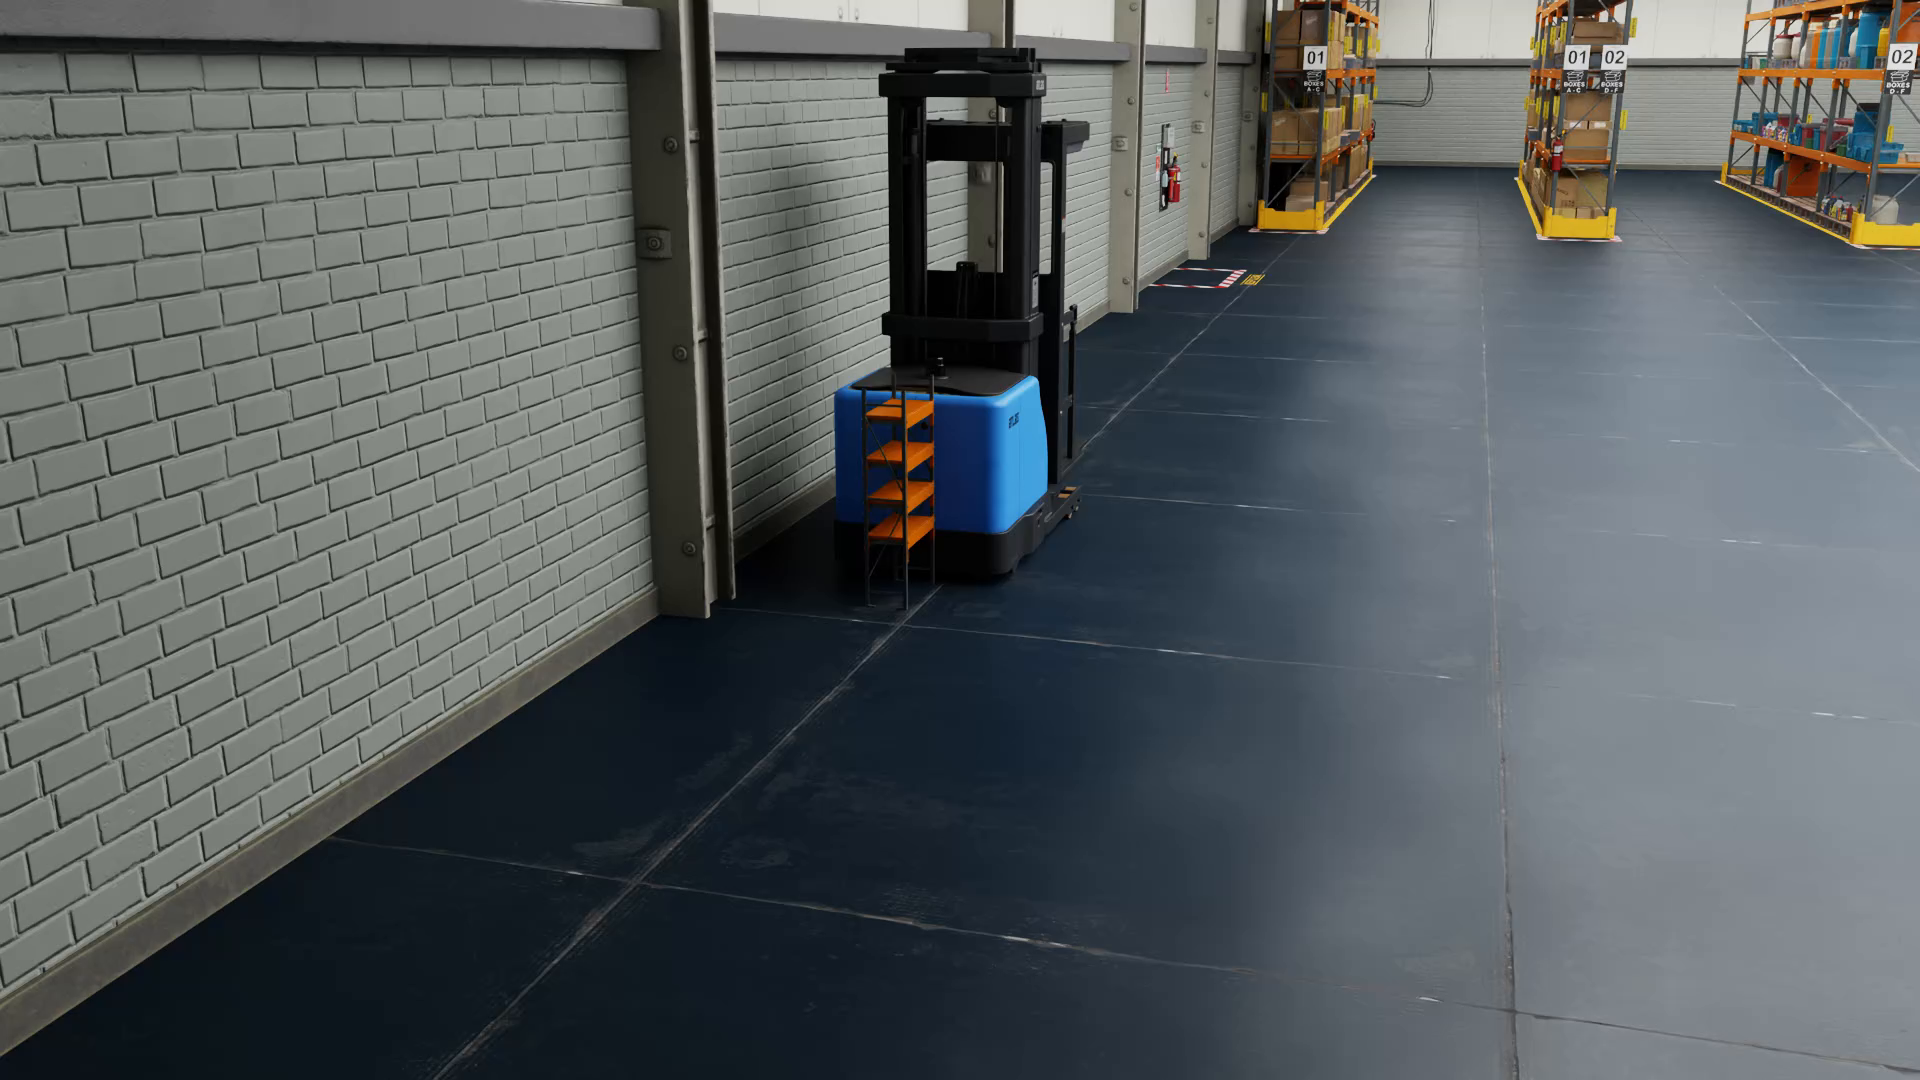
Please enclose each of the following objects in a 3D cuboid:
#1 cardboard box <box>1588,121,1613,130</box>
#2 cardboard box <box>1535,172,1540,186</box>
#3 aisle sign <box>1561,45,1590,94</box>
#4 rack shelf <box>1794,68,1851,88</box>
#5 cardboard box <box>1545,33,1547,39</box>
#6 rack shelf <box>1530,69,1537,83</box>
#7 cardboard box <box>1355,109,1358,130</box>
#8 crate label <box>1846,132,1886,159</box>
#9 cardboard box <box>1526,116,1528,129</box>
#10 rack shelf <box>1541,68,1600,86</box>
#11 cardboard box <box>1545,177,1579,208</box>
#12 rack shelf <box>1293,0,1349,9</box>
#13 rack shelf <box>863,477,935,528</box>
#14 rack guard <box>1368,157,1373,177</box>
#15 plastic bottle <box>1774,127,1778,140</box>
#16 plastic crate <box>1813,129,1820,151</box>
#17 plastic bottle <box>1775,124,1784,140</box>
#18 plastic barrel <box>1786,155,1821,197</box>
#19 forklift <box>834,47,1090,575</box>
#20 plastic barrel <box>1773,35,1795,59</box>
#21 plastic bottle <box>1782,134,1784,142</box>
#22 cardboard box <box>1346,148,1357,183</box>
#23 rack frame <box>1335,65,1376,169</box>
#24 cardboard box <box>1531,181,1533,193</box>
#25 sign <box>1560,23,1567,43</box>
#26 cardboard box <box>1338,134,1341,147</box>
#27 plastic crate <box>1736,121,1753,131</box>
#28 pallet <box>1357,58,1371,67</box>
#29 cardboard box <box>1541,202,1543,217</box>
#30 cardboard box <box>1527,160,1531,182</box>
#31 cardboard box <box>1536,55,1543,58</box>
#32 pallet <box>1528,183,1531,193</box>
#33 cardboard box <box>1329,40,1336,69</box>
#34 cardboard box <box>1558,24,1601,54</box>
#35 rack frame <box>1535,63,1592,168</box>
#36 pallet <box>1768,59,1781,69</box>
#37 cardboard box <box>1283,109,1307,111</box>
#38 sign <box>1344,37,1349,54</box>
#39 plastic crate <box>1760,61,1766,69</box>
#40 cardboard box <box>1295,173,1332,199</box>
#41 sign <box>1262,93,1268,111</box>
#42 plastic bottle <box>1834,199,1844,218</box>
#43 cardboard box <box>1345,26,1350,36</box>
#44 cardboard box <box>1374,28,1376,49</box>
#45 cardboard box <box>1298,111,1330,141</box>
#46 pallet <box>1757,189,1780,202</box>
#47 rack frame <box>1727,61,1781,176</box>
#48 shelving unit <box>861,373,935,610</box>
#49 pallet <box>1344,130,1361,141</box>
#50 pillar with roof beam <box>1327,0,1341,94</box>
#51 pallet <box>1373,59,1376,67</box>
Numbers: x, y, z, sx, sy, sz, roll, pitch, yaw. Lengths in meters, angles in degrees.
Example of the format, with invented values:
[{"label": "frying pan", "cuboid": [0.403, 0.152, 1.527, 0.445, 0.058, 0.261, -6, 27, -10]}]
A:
[{"label": "cardboard box", "cuboid": [11.076, -7.180, 28.773, 0.380, 0.149, 0.250, 5, 16, 15]}, {"label": "cardboard box", "cuboid": [12.167, -7.455, 34.359, 0.500, 0.311, 0.500, 4, 16, 15]}, {"label": "aisle sign", "cuboid": [10.457, -7.990, 28.237, 0.394, 0.787, 0.004, 5, 16, 16]}, {"label": "rack shelf", "cuboid": [17.211, -9.015, 32.438, 1.077, 0.370, 4.000, 5, 16, 16]}, {"label": "cardboard box", "cuboid": [13.954, -11.488, 38.702, 0.600, 0.600, 0.600, 3, 16, 11]}, {"label": "rack shelf", "cuboid": [14.736, -11.493, 41.174, 1.077, 0.370, 4.000, 5, 16, 16]}, {"label": "cardboard box", "cuboid": [8.822, -9.654, 38.104, 0.500, 0.500, 0.500, 5, 17, 18]}, {"label": "crate label", "cuboid": [15.769, -6.868, 28.981, 0.502, 0.435, 0.616, 5, 16, 16]}, {"label": "cardboard box", "cuboid": [14.926, -10.872, 42.979, 0.500, 0.500, 0.500, 5, 17, 17]}, {"label": "rack shelf", "cuboid": [12.463, -9.400, 33.795, 1.077, 0.370, 4.000, 5, 16, 16]}, {"label": "cardboard box", "cuboid": [10.625, -6.137, 29.364, 0.500, 0.500, 0.500, 5, 16, 16]}, {"label": "rack shelf", "cuboid": [6.575, -10.178, 31.048, 1.077, 0.370, 4.000, 5, 16, 16]}, {"label": "rack shelf", "cuboid": [-0.331, -0.209, 9.113, 0.258, 0.148, 0.480, 5, 16, 16]}, {"label": "rack guard", "cuboid": [10.561, -10.106, 45.044, 1.175, 0.500, 0.348, 5, 16, 16]}, {"label": "plastic bottle", "cuboid": [17.900, -8.906, 36.447, 0.061, 0.283, 0.133, 5, 16, 16]}, {"label": "plastic crate", "cuboid": [16.658, -7.700, 32.009, 0.392, 0.384, 0.575, 5, 16, 16]}, {"label": "plastic bottle", "cuboid": [17.895, -8.894, 36.280, 0.144, 0.351, 0.185, 5, 16, 16]}, {"label": "plastic barrel", "cuboid": [17.902, -7.729, 35.288, 0.600, 0.830, 0.708, 5, 16, 16]}, {"label": "forklift", "cuboid": [0.177, -1.573, 10.503, 1.130, 2.935, 3.031, 5, 16, 16]}, {"label": "plastic barrel", "cuboid": [18.526, -11.080, 37.381, 0.433, 0.535, 0.433, 0, 16, 0]}, {"label": "plastic bottle", "cuboid": [17.629, -8.599, 35.514, 0.097, 0.201, 0.097, 0, 16, 0]}, {"label": "cardboard box", "cuboid": [8.870, -8.788, 38.987, 0.750, 0.750, 0.750, 5, 16, 16]}, {"label": "rack frame", "cuboid": [10.554, -11.303, 44.681, 1.000, 3.000, 0.127, 5, 16, 16]}, {"label": "cardboard box", "cuboid": [12.601, -7.591, 35.866, 0.500, 0.250, 0.500, 5, 16, 16]}, {"label": "sign", "cuboid": [10.241, -8.610, 28.214, 0.100, 0.325, 0.005, 5, 16, 16]}, {"label": "cardboard box", "cuboid": [7.300, -7.953, 33.111, 0.500, 0.250, 0.500, 5, 16, 16]}, {"label": "plastic crate", "cuboid": [19.480, -10.271, 41.242, 0.416, 0.233, 0.300, 5, 16, 16]}, {"label": "pallet", "cuboid": [9.660, -11.870, 41.346, 1.003, 0.211, 1.213, 5, 16, 16]}, {"label": "cardboard box", "cuboid": [10.898, -6.039, 30.392, 0.500, 0.250, 0.500, 5, 16, 16]}, {"label": "cardboard box", "cuboid": [13.797, -8.774, 39.542, 0.500, 0.500, 0.500, 4, 16, 13]}, {"label": "cardboard box", "cuboid": [14.046, -11.633, 39.706, 0.500, 0.250, 0.500, 5, 16, 16]}, {"label": "pallet", "cuboid": [13.973, -8.316, 39.261, 1.003, 0.211, 1.213, 5, 16, 16]}, {"label": "cardboard box", "cuboid": [6.529, -8.823, 30.223, 0.500, 0.500, 0.500, 6, 17, 20]}, {"label": "cardboard box", "cuboid": [11.305, -9.121, 30.277, 0.797, 0.503, 0.637, 7, 17, 22]}, {"label": "rack frame", "cuboid": [13.031, -8.827, 35.951, 1.000, 3.000, 0.127, 5, 16, 16]}, {"label": "pallet", "cuboid": [18.787, -10.627, 37.150, 1.213, 0.211, 1.003, 5, 16, 16]}, {"label": "cardboard box", "cuboid": [6.376, -7.953, 31.735, 0.500, 0.500, 0.500, 5, 17, 17]}, {"label": "sign", "cuboid": [7.666, -9.815, 32.991, 0.100, 0.325, 0.005, 5, 16, 16]}, {"label": "plastic crate", "cuboid": [18.746, -10.963, 38.376, 0.450, 0.188, 0.662, 5, 16, 16]}, {"label": "cardboard box", "cuboid": [7.337, -7.366, 34.577, 0.700, 0.500, 0.500, 5, 17, 18]}, {"label": "sign", "cuboid": [5.481, -7.874, 29.892, 0.100, 0.325, 0.005, 5, 16, 16]}, {"label": "plastic bottle", "cuboid": [15.788, -5.944, 29.837, 0.144, 0.351, 0.185, 5, 17, 18]}, {"label": "cardboard box", "cuboid": [8.899, -11.954, 39.117, 0.500, 0.250, 0.500, 4, 16, 14]}, {"label": "cardboard box", "cuboid": [10.455, -12.942, 42.911, 0.500, 0.500, 0.500, 5, 17, 18]}, {"label": "cardboard box", "cuboid": [6.431, -7.517, 30.197, 0.500, 0.500, 0.500, 5, 16, 16]}, {"label": "pallet", "cuboid": [18.312, -7.628, 36.834, 1.003, 0.211, 1.213, 5, 16, 16]}, {"label": "rack frame", "cuboid": [20.053, -10.534, 41.973, 1.000, 3.000, 0.127, 5, 16, 16]}, {"label": "shelving unit", "cuboid": [-0.331, -0.274, 9.095, 0.258, 1.200, 0.503, 5, 16, 16]}, {"label": "pallet", "cuboid": [8.180, -8.923, 36.642, 1.213, 0.211, 1.003, 5, 16, 16]}, {"label": "pillar with roof beam", "cuboid": [14.619, -14.628, 45.413, 9.100, 9.000, 0.400, 5, 16, 16]}, {"label": "pallet", "cuboid": [10.353, -12.508, 43.597, 1.003, 0.211, 1.213, 5, 16, 16]}]
